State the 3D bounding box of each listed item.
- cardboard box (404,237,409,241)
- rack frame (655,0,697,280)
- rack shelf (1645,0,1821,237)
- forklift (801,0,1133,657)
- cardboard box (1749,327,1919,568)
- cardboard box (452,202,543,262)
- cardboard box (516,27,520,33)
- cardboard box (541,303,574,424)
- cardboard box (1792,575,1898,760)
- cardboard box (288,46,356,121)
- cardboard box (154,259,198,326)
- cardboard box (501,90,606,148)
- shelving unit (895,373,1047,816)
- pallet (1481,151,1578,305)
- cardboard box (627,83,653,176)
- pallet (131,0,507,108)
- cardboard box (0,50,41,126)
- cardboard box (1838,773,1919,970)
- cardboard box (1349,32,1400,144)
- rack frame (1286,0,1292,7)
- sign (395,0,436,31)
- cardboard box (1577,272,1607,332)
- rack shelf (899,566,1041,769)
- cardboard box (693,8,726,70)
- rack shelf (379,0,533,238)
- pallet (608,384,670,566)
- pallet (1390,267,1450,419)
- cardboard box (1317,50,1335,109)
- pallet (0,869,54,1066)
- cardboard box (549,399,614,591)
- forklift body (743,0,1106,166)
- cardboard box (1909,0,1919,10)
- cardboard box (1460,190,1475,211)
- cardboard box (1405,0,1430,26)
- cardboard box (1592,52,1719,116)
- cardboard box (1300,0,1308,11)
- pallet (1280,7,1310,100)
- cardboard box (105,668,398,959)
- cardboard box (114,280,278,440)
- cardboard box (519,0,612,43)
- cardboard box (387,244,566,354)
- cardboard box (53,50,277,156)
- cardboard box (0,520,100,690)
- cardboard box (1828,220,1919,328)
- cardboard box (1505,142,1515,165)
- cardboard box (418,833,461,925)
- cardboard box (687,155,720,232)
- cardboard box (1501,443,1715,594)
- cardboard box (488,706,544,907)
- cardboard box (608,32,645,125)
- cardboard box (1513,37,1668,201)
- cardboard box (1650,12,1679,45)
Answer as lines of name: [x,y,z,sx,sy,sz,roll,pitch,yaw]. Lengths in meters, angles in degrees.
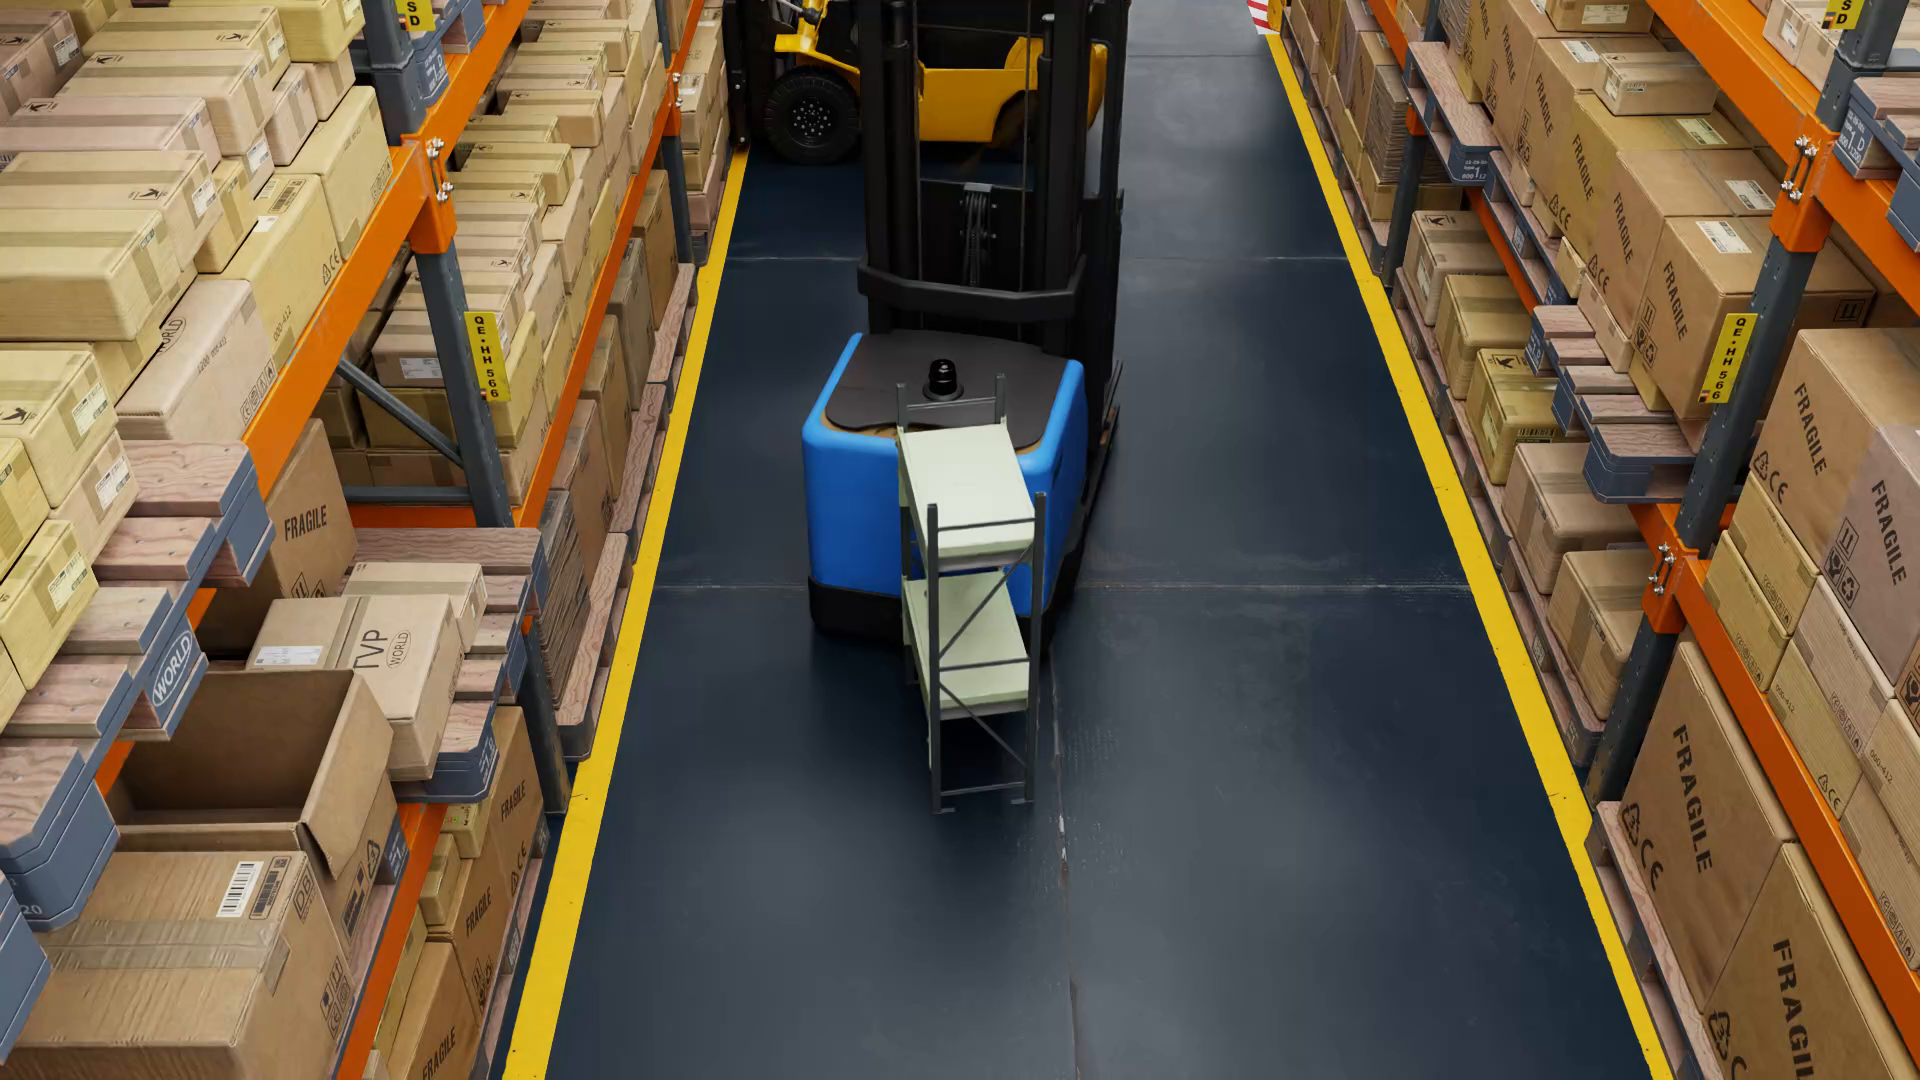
cardboard box: [-2.300,-1.194,6.562,0.500,0.250,0.500,0,39,0]
rack frame: [-2.026,-2.646,8.653,1.000,3.000,0.127,0,39,0]
rack shelf: [2.940,-2.291,6.386,1.077,0.370,4.000,0,39,0]
forklift: [0.183,-1.567,7.361,1.130,2.935,3.031,8,39,10]
cardboard box: [2.698,-0.271,4.810,0.500,0.500,0.500,-1,39,-2]
cardboard box: [-1.768,-1.127,6.159,0.380,0.149,0.250,0,39,0]
cardboard box: [-2.282,-2.465,8.147,0.500,0.250,0.500,-1,39,-1]
cardboard box: [-1.773,-0.678,6.317,0.500,0.250,0.500,-1,39,-1]
cardboard box: [2.695,0.354,4.630,0.500,0.250,0.500,1,39,1]
cardboard box: [-1.780,-1.190,4.239,0.380,0.149,0.250,1,39,1]
cardboard box: [-1.830,-0.552,3.443,0.380,0.149,0.250,0,39,0]
cardboard box: [-1.695,-1.760,6.948,0.380,0.149,0.250,-1,39,-1]
shelving unit: [0.028,0.226,6.269,0.431,1.500,0.755,-6,39,-7]
pallet: [2.899,-1.313,7.143,1.003,0.211,1.213,0,39,0]
cardboard box: [-1.758,-1.958,7.914,0.500,0.250,0.500,0,39,0]
pallet: [-2.112,-1.665,5.182,1.213,0.211,1.003,2,39,2]
cardboard box: [-2.325,-0.985,3.745,0.380,0.149,0.250,0,39,0]
cardboard box: [2.704,0.864,4.393,0.500,0.250,0.500,1,39,1]
cardboard box: [2.666,-2.723,10.012,0.500,0.500,0.500,1,39,1]
rack frame: [2.933,-5.153,11.781,1.000,3.000,0.127,0,39,0]
sign: [-1.479,-1.516,4.430,0.100,0.325,0.005,0,39,0]
cardboard box: [2.597,-0.903,6.344,0.380,0.149,0.250,-2,39,-2]
rack shelf: [0.028,0.480,6.473,0.431,0.370,0.720,-6,39,-7]
cardboard box: [-1.715,-3.060,10.234,0.500,0.250,0.500,1,39,1]
rack shelf: [-2.024,-2.285,6.379,1.077,0.370,4.000,0,39,0]
pallet: [-1.982,-0.332,7.995,1.003,0.211,1.213,0,39,0]
pallet: [2.940,-1.077,8.925,1.003,0.211,1.213,0,39,0]
cardboard box: [2.664,-3.079,11.056,0.500,0.250,0.500,2,39,3]
pallet: [-1.947,0.852,2.040,1.213,0.211,1.003,0,39,0]
cardboard box: [-2.017,-0.180,7.139,0.875,0.625,0.625,1,39,1]
forklift body: [-0.204,-3.631,10.561,2.313,2.155,1.214,0,39,0]
cardboard box: [3.112,-1.625,5.088,0.396,0.266,0.258,0,39,0]
cardboard box: [3.207,-2.112,9.849,0.500,0.250,0.500,-2,39,-2]
cardboard box: [2.689,-3.084,8.882,0.500,0.500,0.500,-1,39,-1]
cardboard box: [2.658,-1.745,6.357,0.380,0.149,0.250,-2,39,-2]
cardboard box: [2.658,-4.017,11.627,0.500,0.500,0.500,-1,39,-2]
pallet: [2.899,-3.509,11.960,1.003,0.211,1.213,0,39,0]
cardboard box: [-1.835,0.672,4.094,0.797,0.503,0.637,-1,39,-1]
cardboard box: [-1.776,-0.308,3.457,0.500,0.250,0.500,0,39,0]
cardboard box: [-1.837,-2.410,7.760,0.380,0.149,0.250,0,39,0]
cardboard box: [-1.777,-0.872,6.159,0.500,0.250,0.500,1,39,1]
cardboard box: [-1.779,-0.982,3.742,0.380,0.149,0.250,-1,39,-2]
cardboard box: [-1.614,0.097,2.617,0.380,0.149,0.250,1,39,1]
cardboard box: [3.173,-0.751,5.634,0.500,0.500,0.500,-1,39,-1]
cardboard box: [2.648,-1.723,7.366,0.380,0.149,0.250,0,39,0]
cardboard box: [-1.780,1.058,5.175,0.380,0.149,0.250,-1,39,-2]
cardboard box: [-1.695,-2.039,9.759,0.500,0.250,0.500,0,39,0]
cardboard box: [2.943,-0.103,7.246,0.950,0.372,0.625,-1,39,-1]
cardboard box: [-1.806,0.932,5.852,0.500,0.500,0.500,1,39,1]
cardboard box: [-1.762,-2.154,7.759,0.500,0.250,0.500,-1,39,-1]
cardboard box: [2.651,-1.733,6.861,0.500,0.500,0.500,-2,39,-2]
cardboard box: [3.164,-2.049,7.255,0.500,0.500,0.500,1,39,1]
